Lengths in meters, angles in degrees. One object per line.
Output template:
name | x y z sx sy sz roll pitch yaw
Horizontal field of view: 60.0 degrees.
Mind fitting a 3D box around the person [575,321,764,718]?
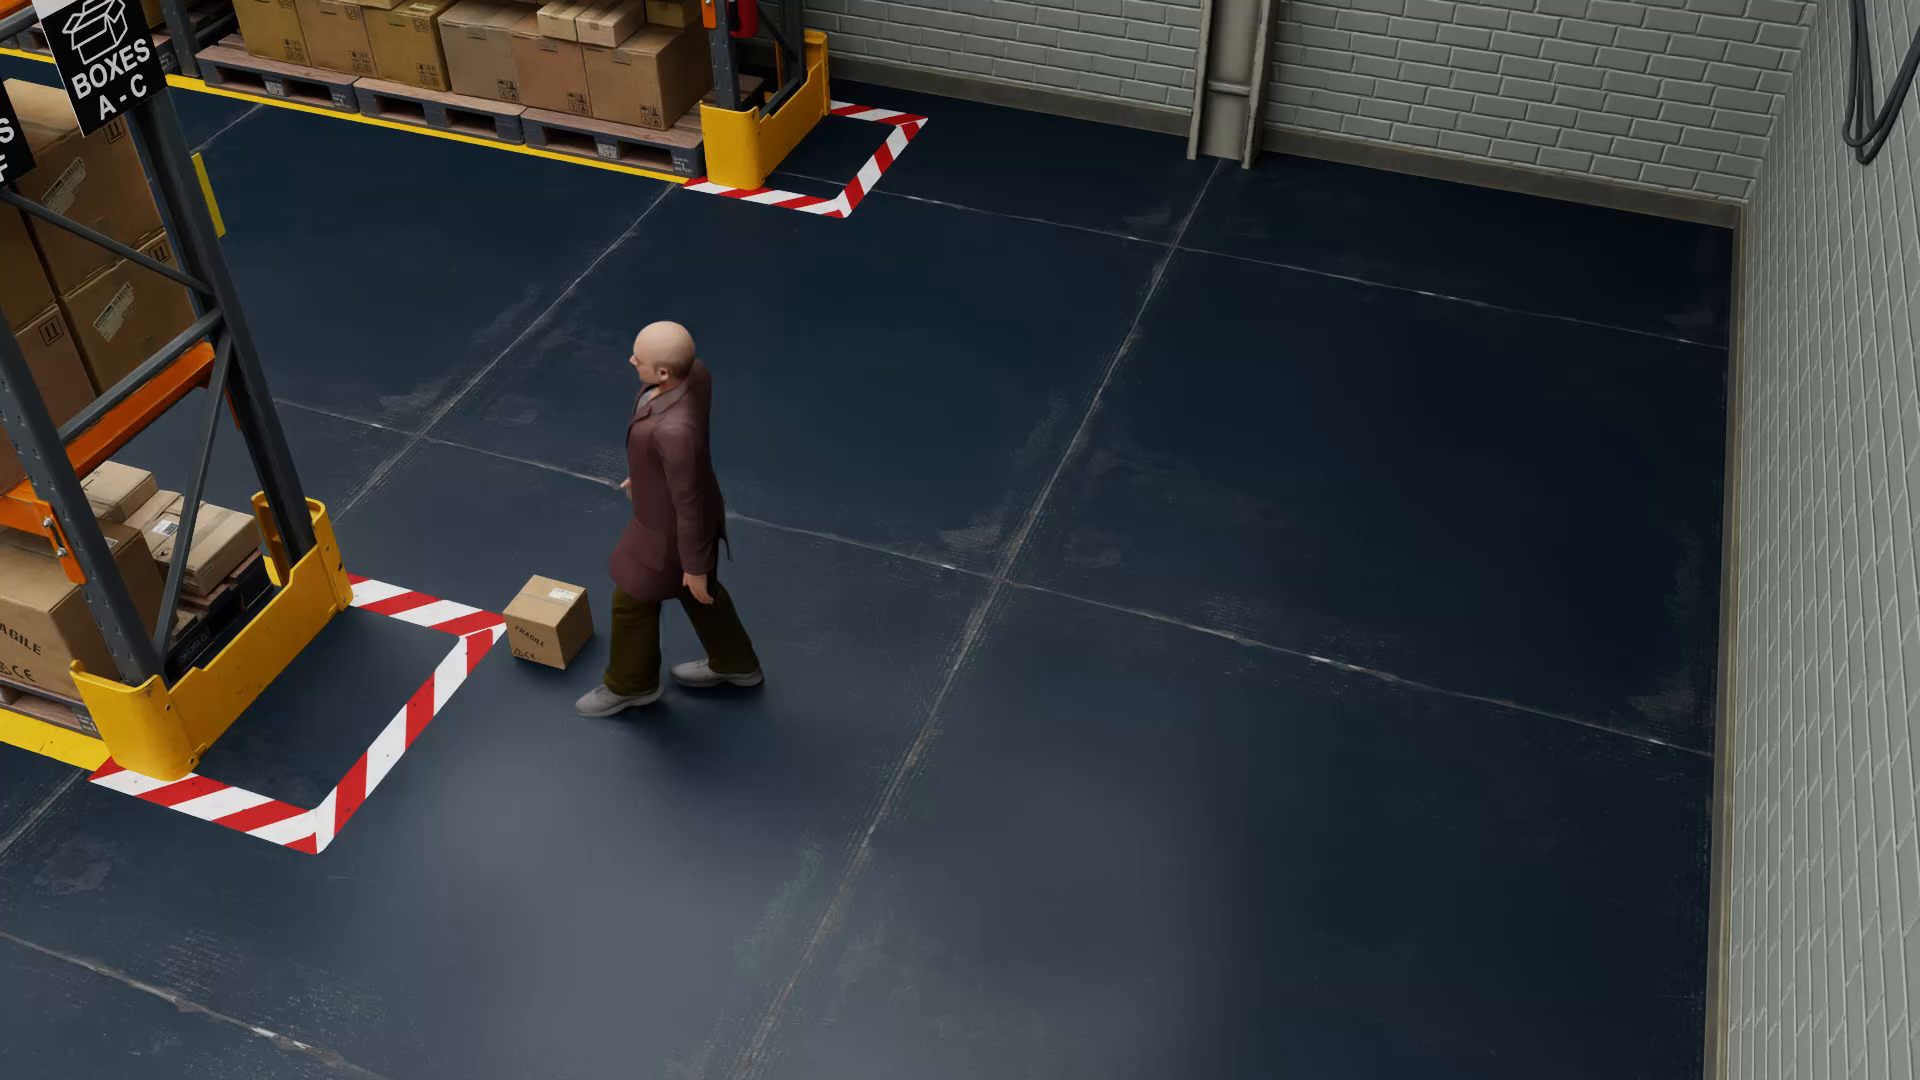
person | -1.176 -0.072 6.257 0.743 1.794 0.652 3 41 4
